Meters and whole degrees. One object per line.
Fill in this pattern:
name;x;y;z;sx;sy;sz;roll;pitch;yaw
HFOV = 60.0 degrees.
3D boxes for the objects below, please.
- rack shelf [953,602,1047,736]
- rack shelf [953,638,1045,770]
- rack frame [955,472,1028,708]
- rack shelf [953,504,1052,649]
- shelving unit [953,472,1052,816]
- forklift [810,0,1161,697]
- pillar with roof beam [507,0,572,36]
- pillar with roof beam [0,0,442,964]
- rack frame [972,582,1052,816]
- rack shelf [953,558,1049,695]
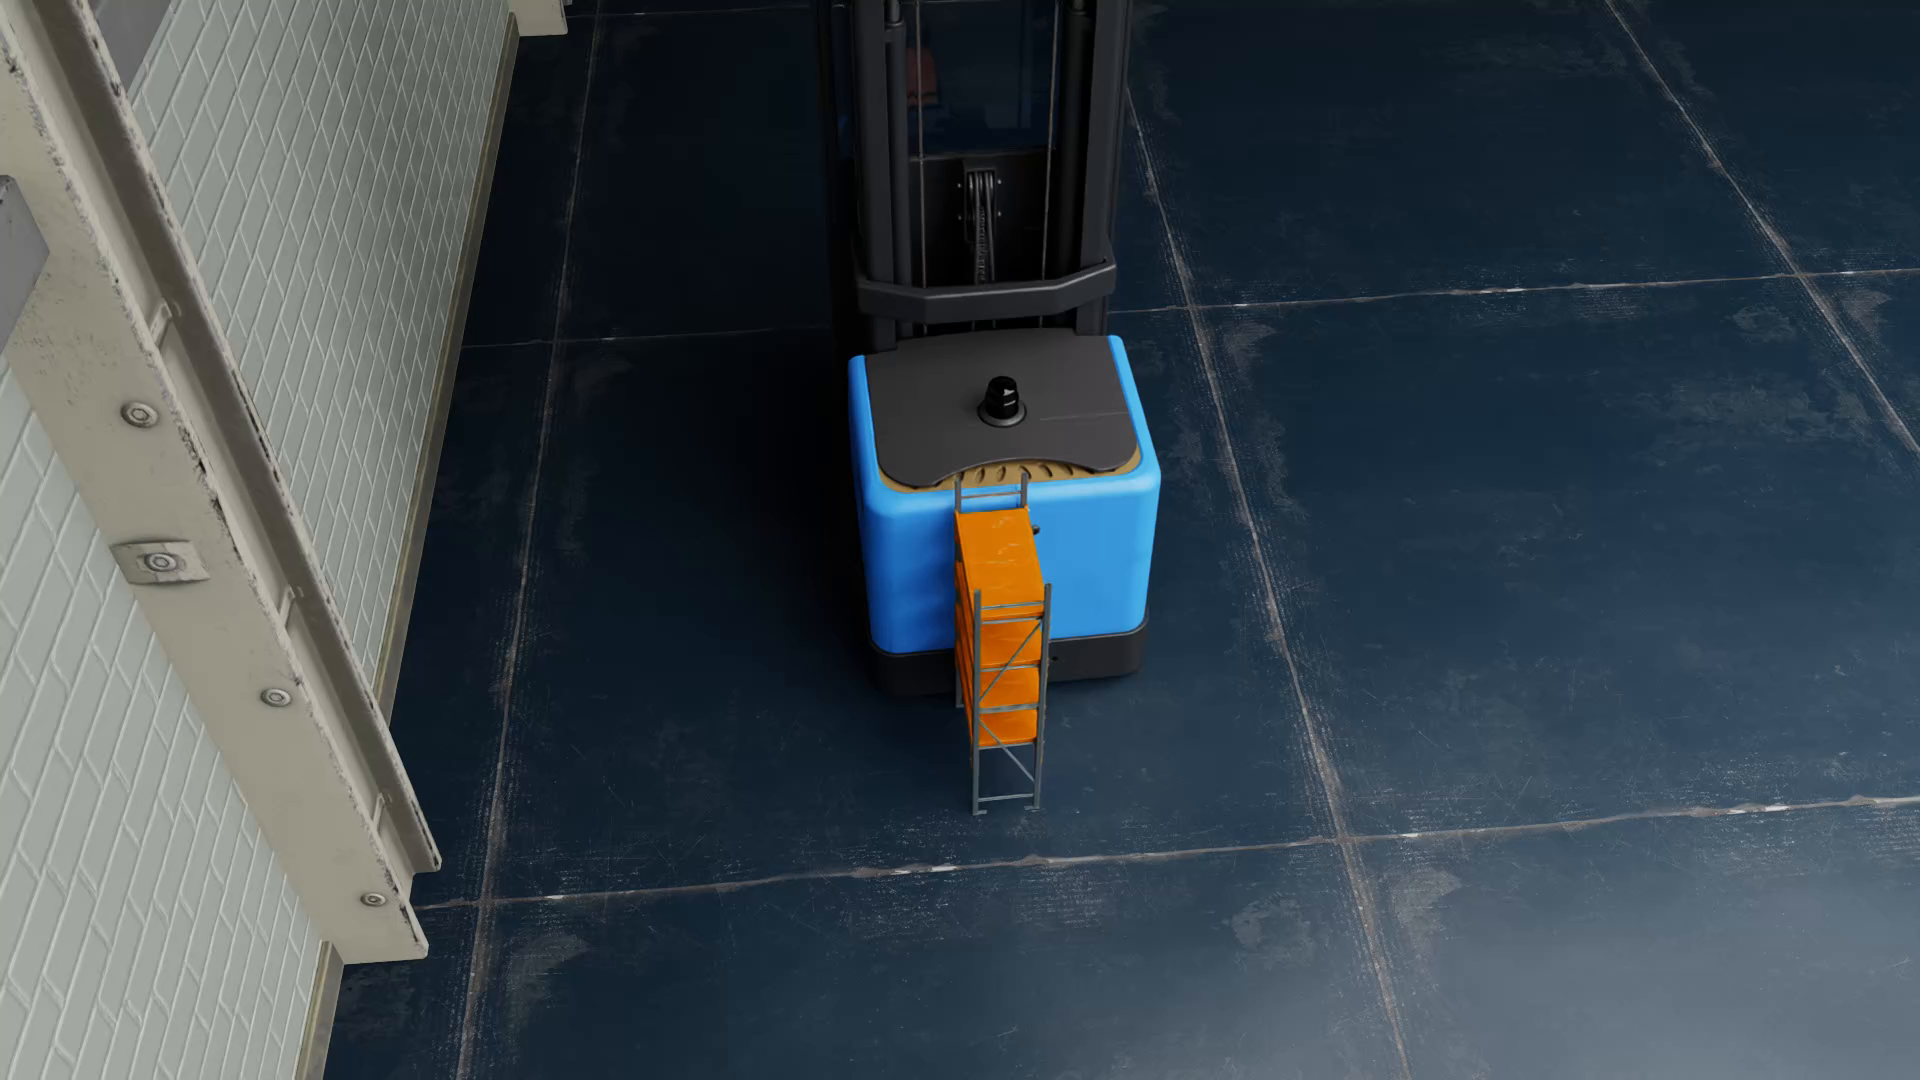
rack shelf;0.133;0.429;5.747;0.258;0.148;0.480;-5;47;-5
rack shelf;0.133;0.565;5.891;0.258;0.148;0.480;-5;47;-5
rack frame;0.103;0.207;5.864;0.240;1.200;0.015;-5;47;-5
rack shelf;0.133;0.112;5.413;0.258;0.148;0.480;-5;47;-5
shelving unit;0.133;0.382;5.698;0.258;1.200;0.503;-5;47;-5
forklift;0.009;-1.499;6.288;1.130;2.935;3.031;-5;47;-5
pillar with roof beam;1.833;-6.433;6.781;9.100;9.000;0.400;-3;47;-3
pillar with roof beam;2.335;-2.092;2.670;9.100;9.000;0.400;-3;47;-3
rack frame;0.163;0.558;5.531;0.240;1.200;0.015;-5;47;-5
rack shelf;0.133;0.275;5.584;0.258;0.148;0.480;-5;47;-5
